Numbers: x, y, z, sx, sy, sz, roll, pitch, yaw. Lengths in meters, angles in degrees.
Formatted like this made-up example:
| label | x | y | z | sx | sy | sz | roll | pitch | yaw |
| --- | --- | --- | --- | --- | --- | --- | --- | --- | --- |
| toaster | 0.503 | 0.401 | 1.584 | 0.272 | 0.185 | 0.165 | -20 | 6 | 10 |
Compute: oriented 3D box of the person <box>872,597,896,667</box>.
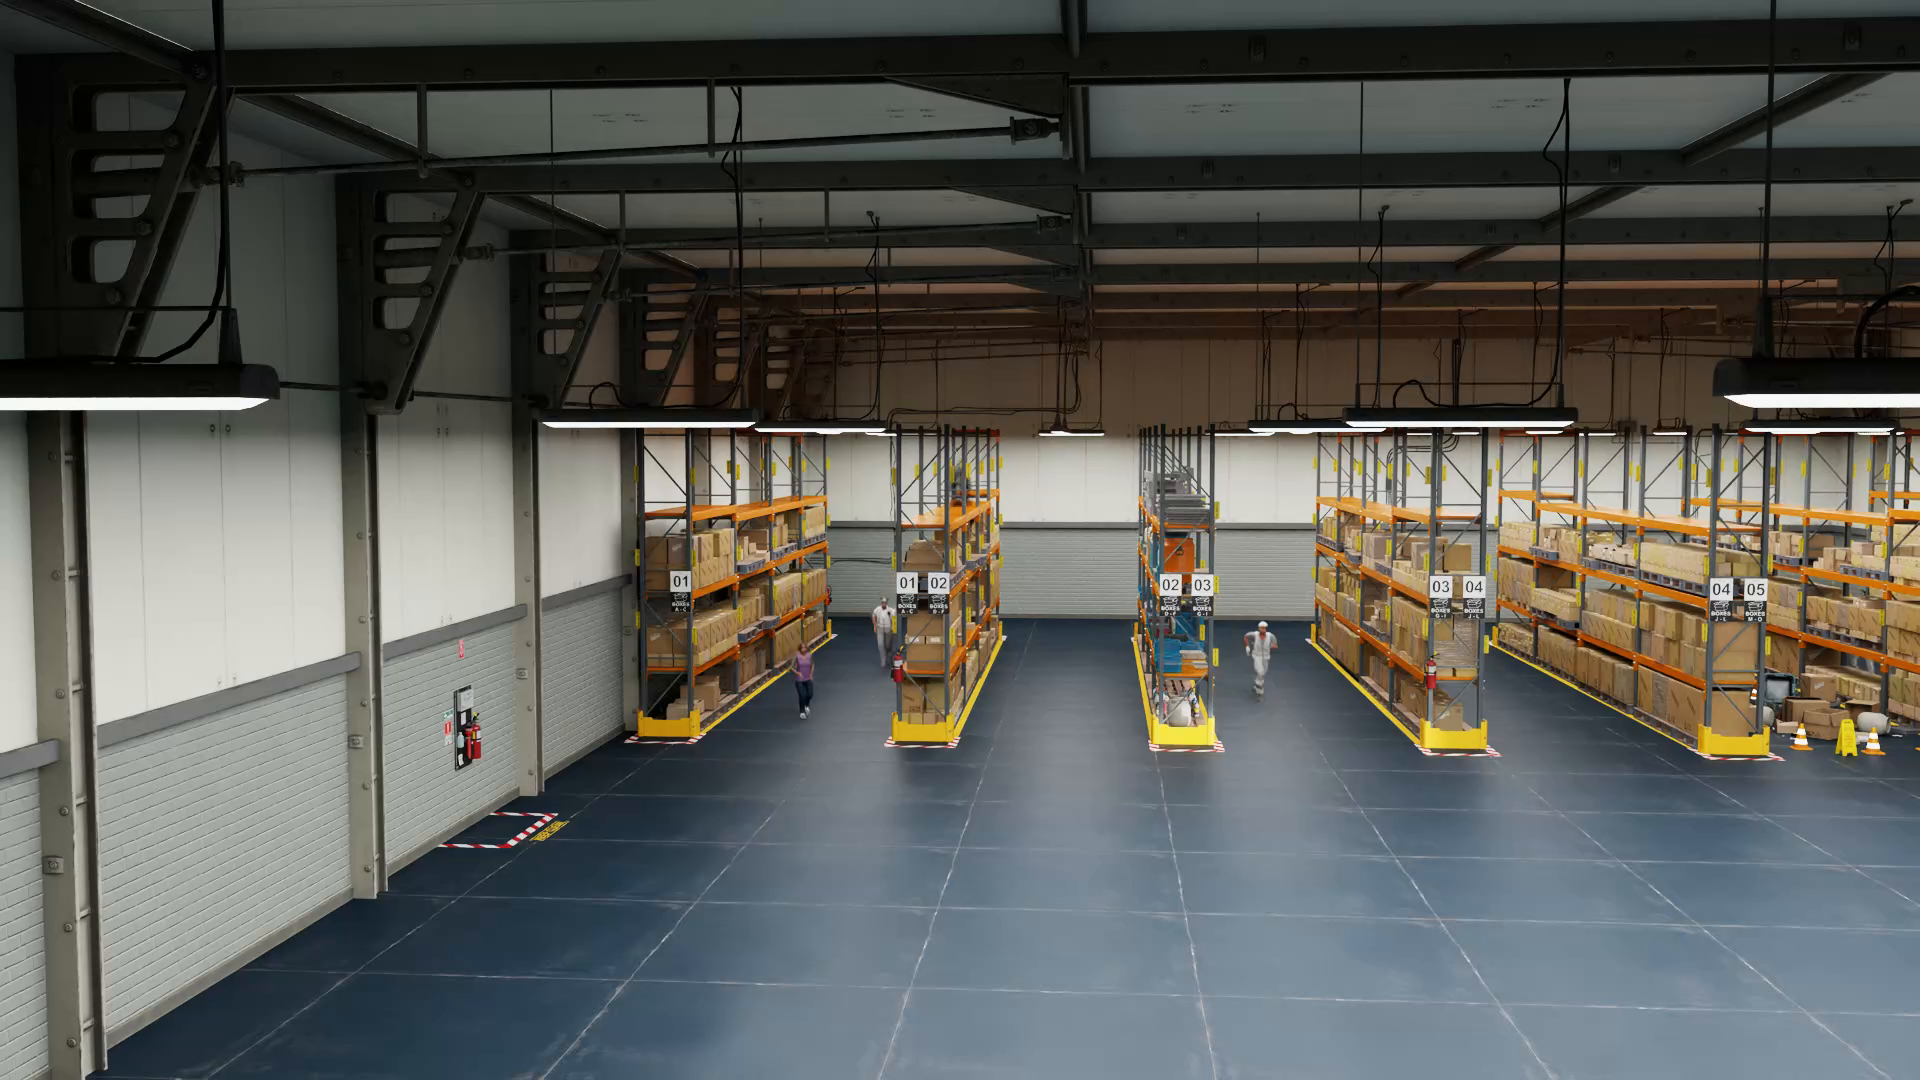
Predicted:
| label | x | y | z | sx | sy | sz | roll | pitch | yaw |
| --- | --- | --- | --- | --- | --- | --- | --- | --- | --- |
| person | -1.914 | 2.296 | 42.181 | 0.648 | 1.757 | 0.847 | 0 | 3 | 0 |

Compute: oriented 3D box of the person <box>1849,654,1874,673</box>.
| label | x | y | z | sx | sy | sz | roll | pitch | yaw |
| --- | --- | --- | --- | --- | --- | --- | --- | --- | --- |
| person | 21.550 | 2.421 | 39.699 | 0.600 | 1.830 | 0.839 | 0 | 3 | 5 |

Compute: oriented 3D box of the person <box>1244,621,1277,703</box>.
| label | x | y | z | sx | sy | sz | roll | pitch | yaw |
| --- | --- | --- | --- | --- | --- | --- | --- | --- | --- |
| person | 6.574 | 2.637 | 36.376 | 0.648 | 1.780 | 0.970 | 0 | 3 | -7 |

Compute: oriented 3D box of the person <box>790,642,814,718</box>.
| label | x | y | z | sx | sy | sz | roll | pitch | yaw |
| --- | --- | --- | --- | --- | --- | --- | --- | --- | --- |
| person | -3.197 | 2.872 | 33.950 | 0.542 | 1.565 | 0.522 | -1 | 4 | -19 |
